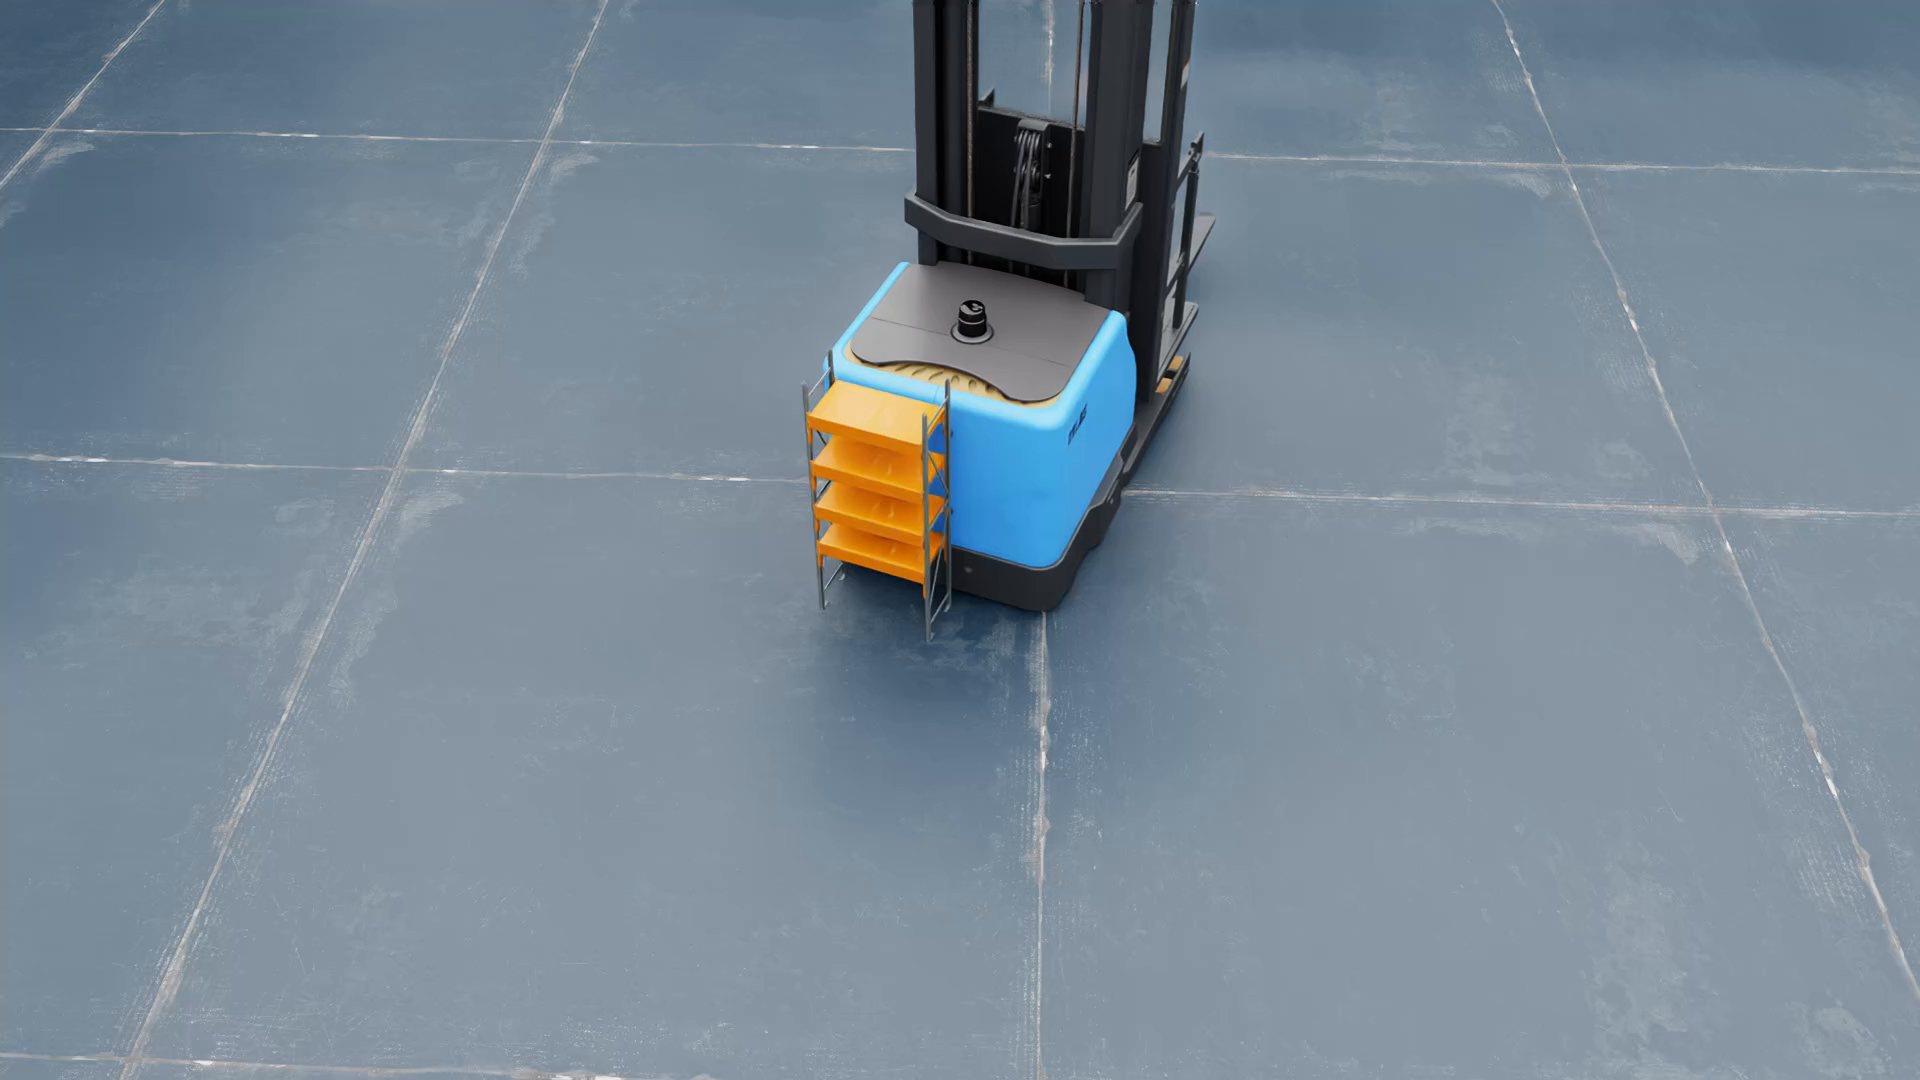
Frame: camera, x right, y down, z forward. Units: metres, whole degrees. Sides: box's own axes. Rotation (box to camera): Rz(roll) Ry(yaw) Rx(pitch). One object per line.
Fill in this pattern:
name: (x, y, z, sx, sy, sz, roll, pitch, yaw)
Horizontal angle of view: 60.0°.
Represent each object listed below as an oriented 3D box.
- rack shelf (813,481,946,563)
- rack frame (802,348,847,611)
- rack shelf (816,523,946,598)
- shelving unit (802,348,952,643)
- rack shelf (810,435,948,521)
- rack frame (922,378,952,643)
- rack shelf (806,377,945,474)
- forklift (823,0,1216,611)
rack shelf: (-0.313, -0.104, 6.665, 0.480, 0.148, 0.258, 16, 45, 16)
rack frame: (-0.539, -0.216, 6.687, 0.015, 1.200, 0.240, 16, 45, 16)
rack shelf: (-0.313, 0.042, 6.800, 0.480, 0.148, 0.258, 16, 45, 16)
shelving unit: (-0.313, -0.153, 6.619, 0.503, 1.200, 0.258, 16, 45, 16)
rack shelf: (-0.313, -0.267, 6.513, 0.480, 0.148, 0.258, 16, 45, 16)
rack frame: (-0.088, -0.089, 6.551, 0.015, 1.200, 0.240, 16, 45, 16)
rack shelf: (-0.313, -0.440, 6.351, 0.480, 0.148, 0.258, 16, 45, 16)
forklift: (0.475, -1.791, 7.107, 1.130, 2.935, 3.031, 16, 45, 16)
